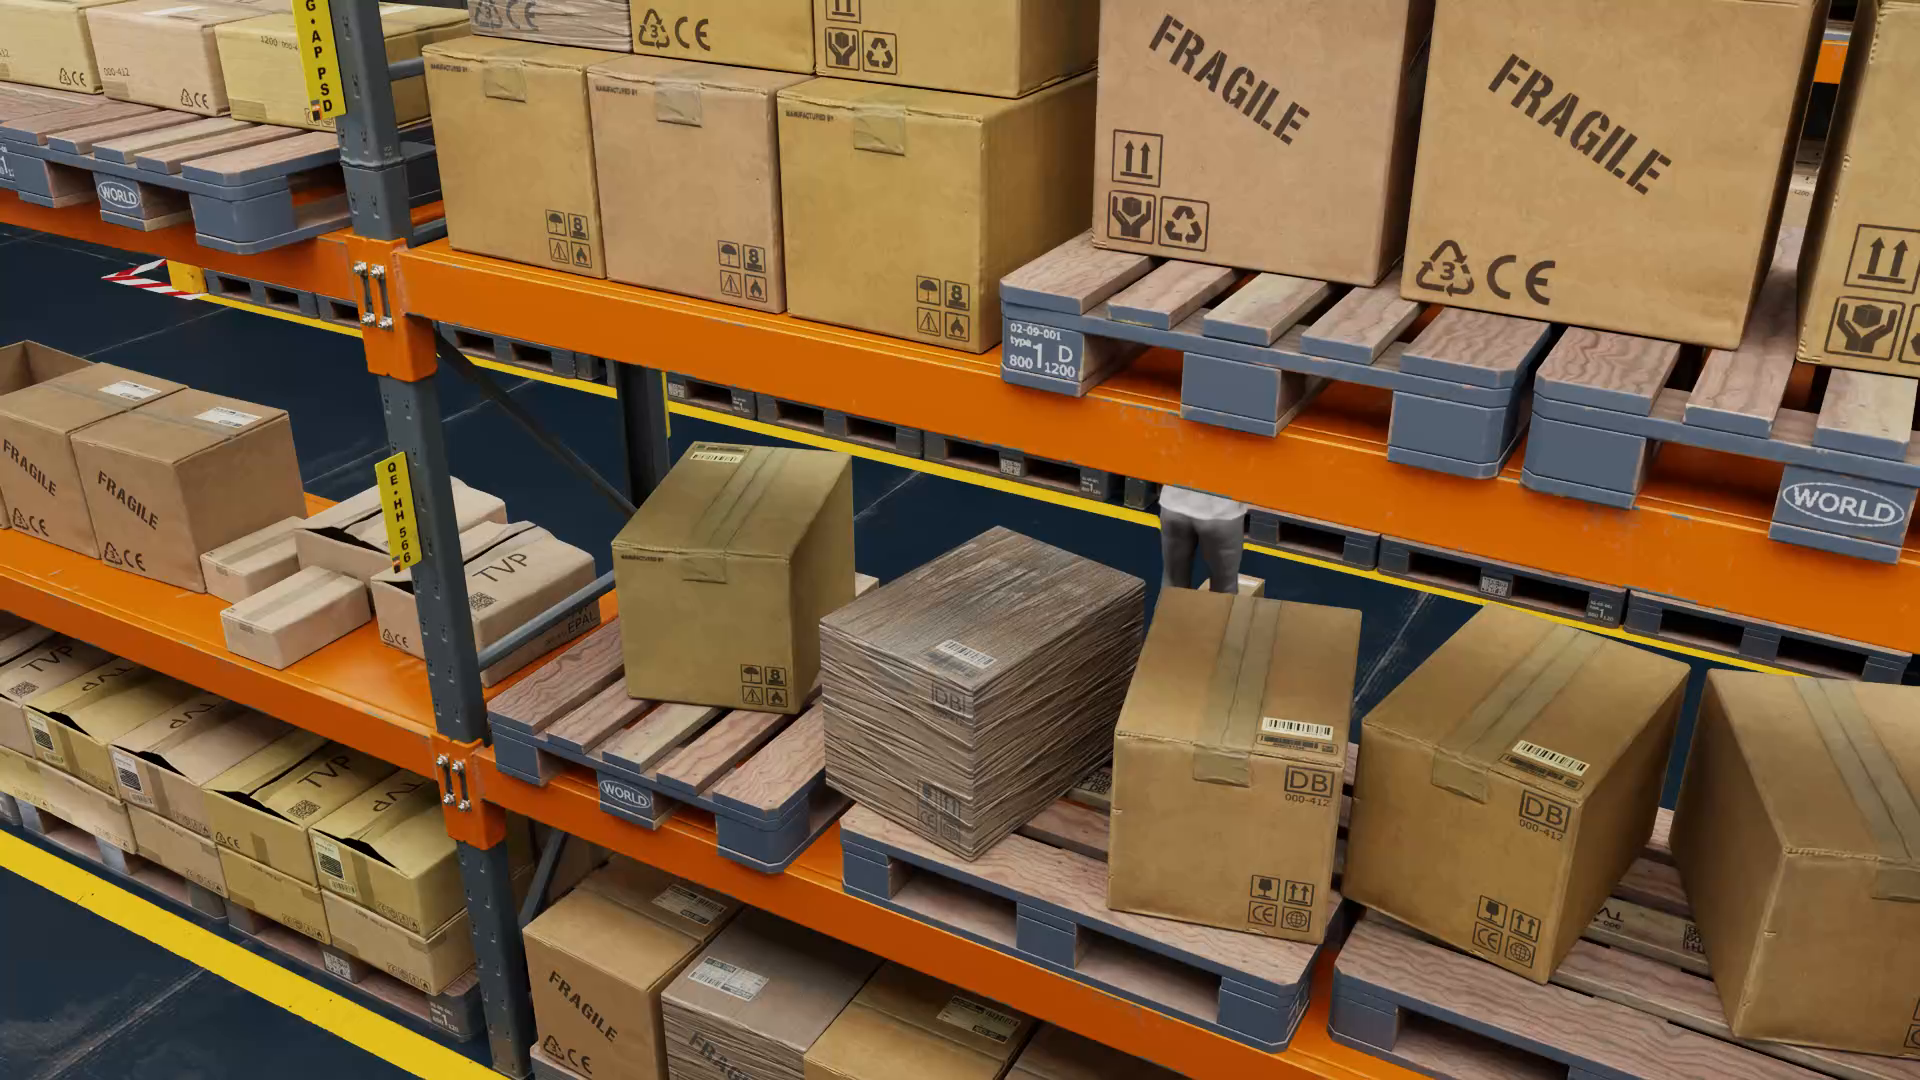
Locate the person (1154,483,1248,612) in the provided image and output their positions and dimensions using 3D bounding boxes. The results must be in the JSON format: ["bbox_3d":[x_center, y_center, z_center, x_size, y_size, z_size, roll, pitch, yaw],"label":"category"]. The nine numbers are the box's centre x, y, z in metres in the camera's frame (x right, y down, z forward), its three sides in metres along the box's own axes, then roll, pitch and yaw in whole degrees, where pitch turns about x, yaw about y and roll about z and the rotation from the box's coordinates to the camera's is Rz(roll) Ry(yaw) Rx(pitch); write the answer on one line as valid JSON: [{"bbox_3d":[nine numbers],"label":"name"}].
[{"bbox_3d":[1.054,-0.112,7.358,0.440,1.653,0.336,15,30,27],"label":"person"}]
